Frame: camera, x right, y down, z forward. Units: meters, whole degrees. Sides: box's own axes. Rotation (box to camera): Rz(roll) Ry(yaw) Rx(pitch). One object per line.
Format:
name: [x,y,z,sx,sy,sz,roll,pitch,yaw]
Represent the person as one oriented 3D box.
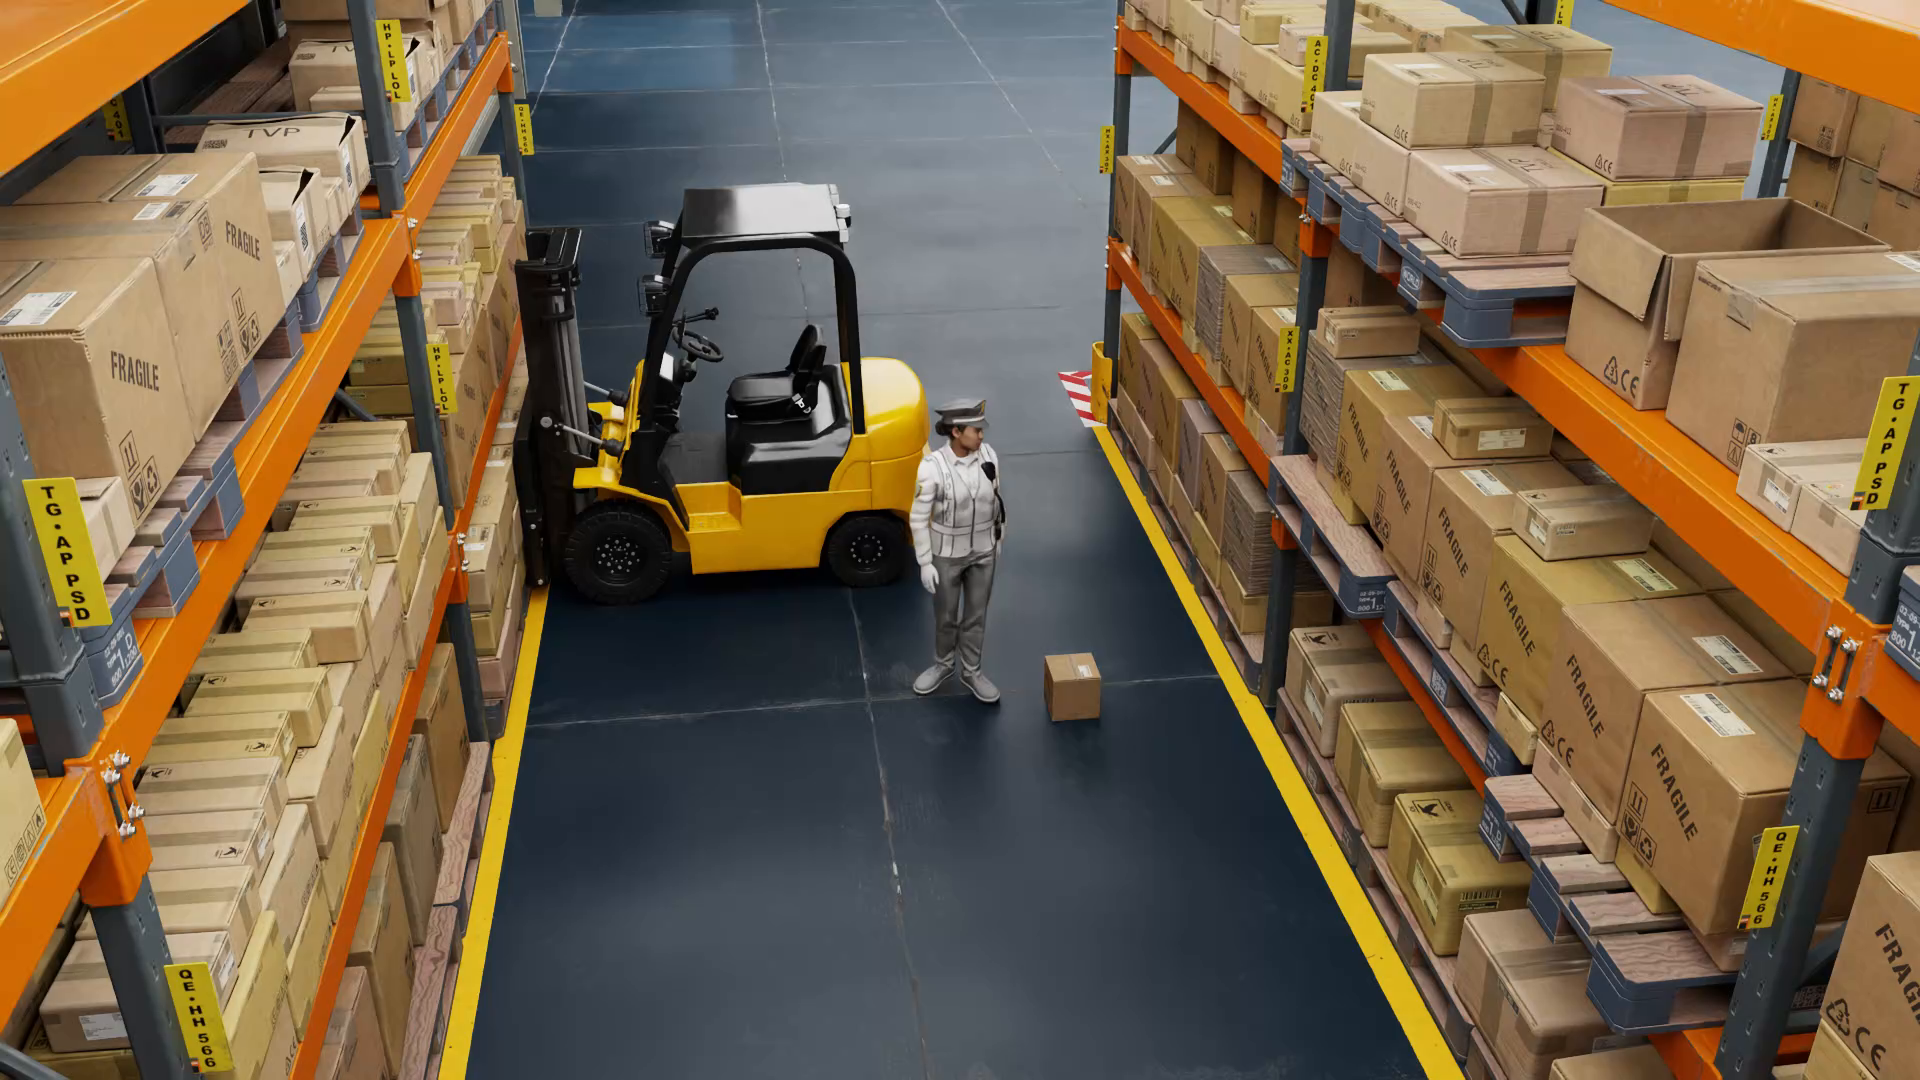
person: [-0.005,0.054,8.466,0.543,1.680,0.397,-11,29,-20]
